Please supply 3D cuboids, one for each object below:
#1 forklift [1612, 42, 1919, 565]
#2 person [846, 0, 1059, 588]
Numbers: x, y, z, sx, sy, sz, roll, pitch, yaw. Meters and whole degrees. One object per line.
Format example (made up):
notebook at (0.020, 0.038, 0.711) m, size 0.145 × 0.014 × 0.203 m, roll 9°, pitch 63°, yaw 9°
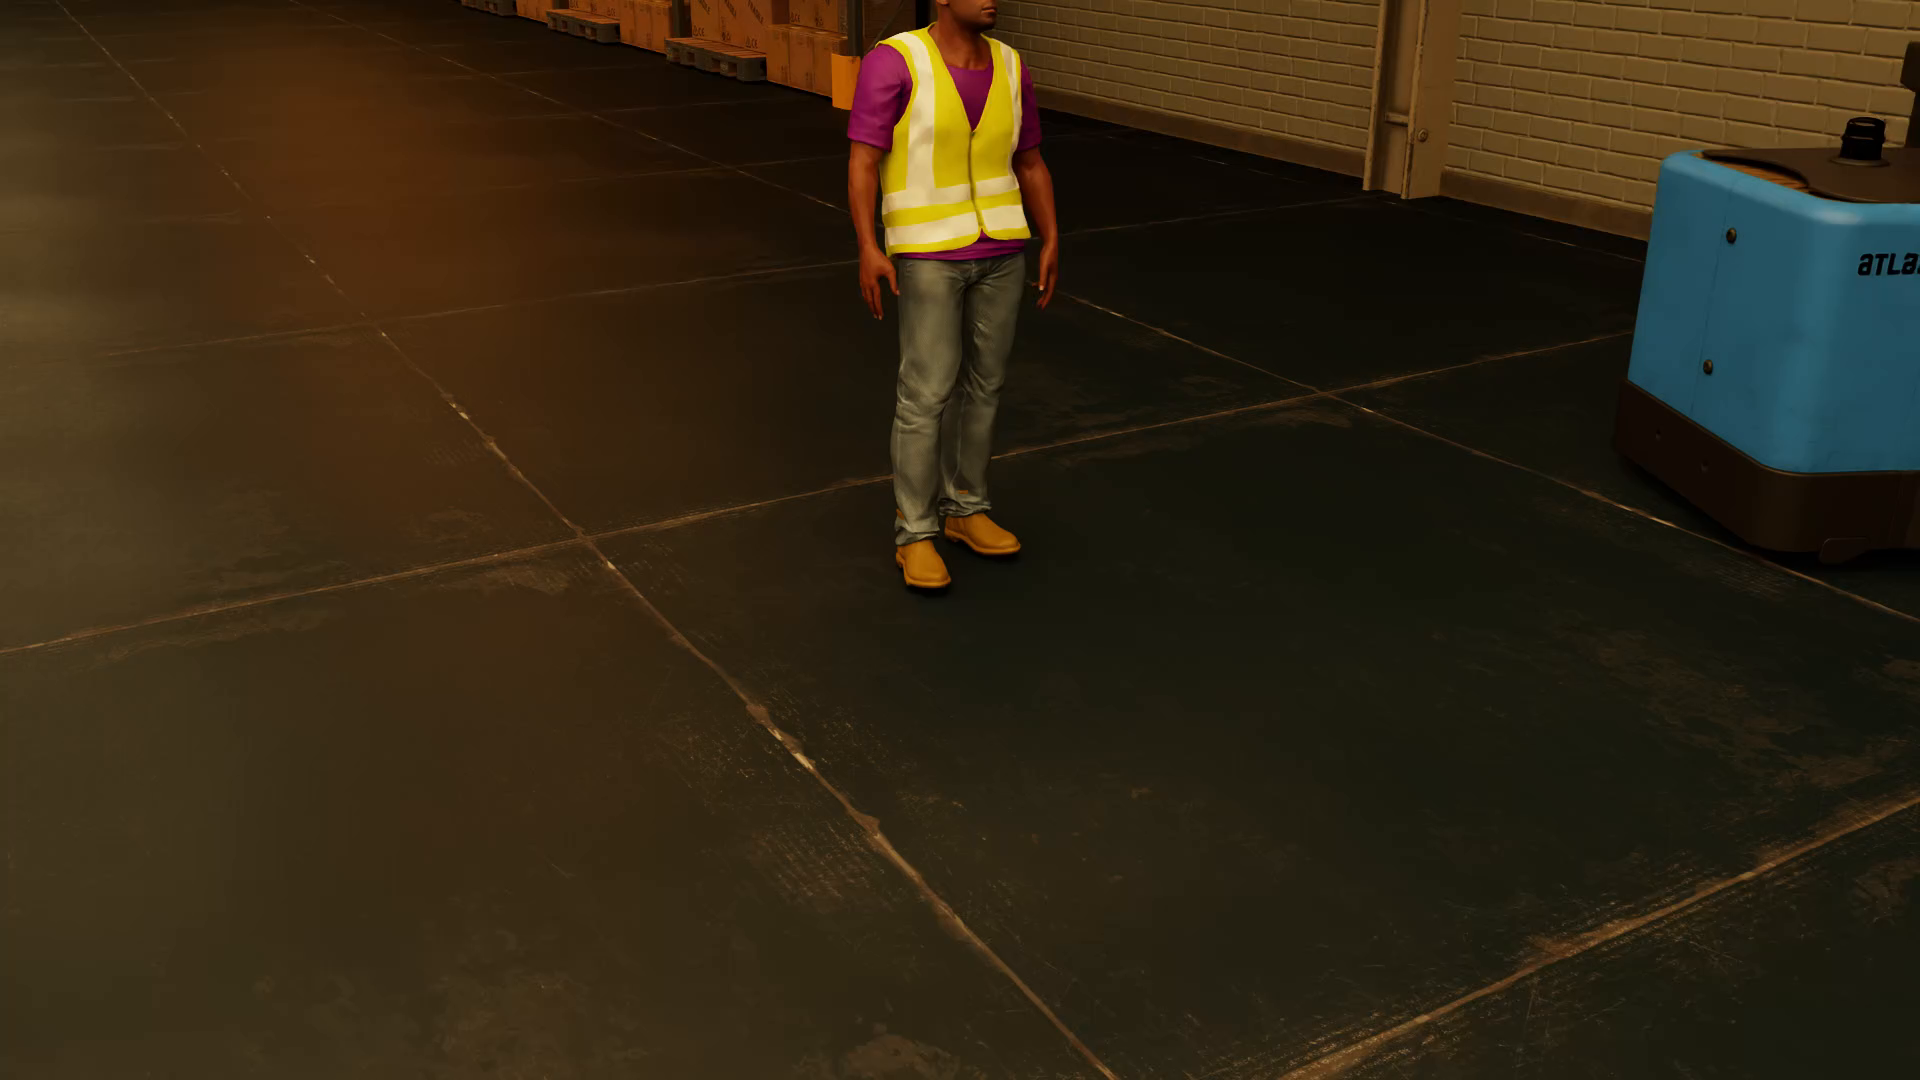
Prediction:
forklift at (3.797, -1.498, 4.925) m, size 3.031 × 2.935 × 1.130 m, roll -2°, pitch 22°, yaw -5°
person at (0.031, -0.800, 4.738) m, size 0.666 × 1.768 × 0.575 m, roll -12°, pitch 25°, yaw -28°
